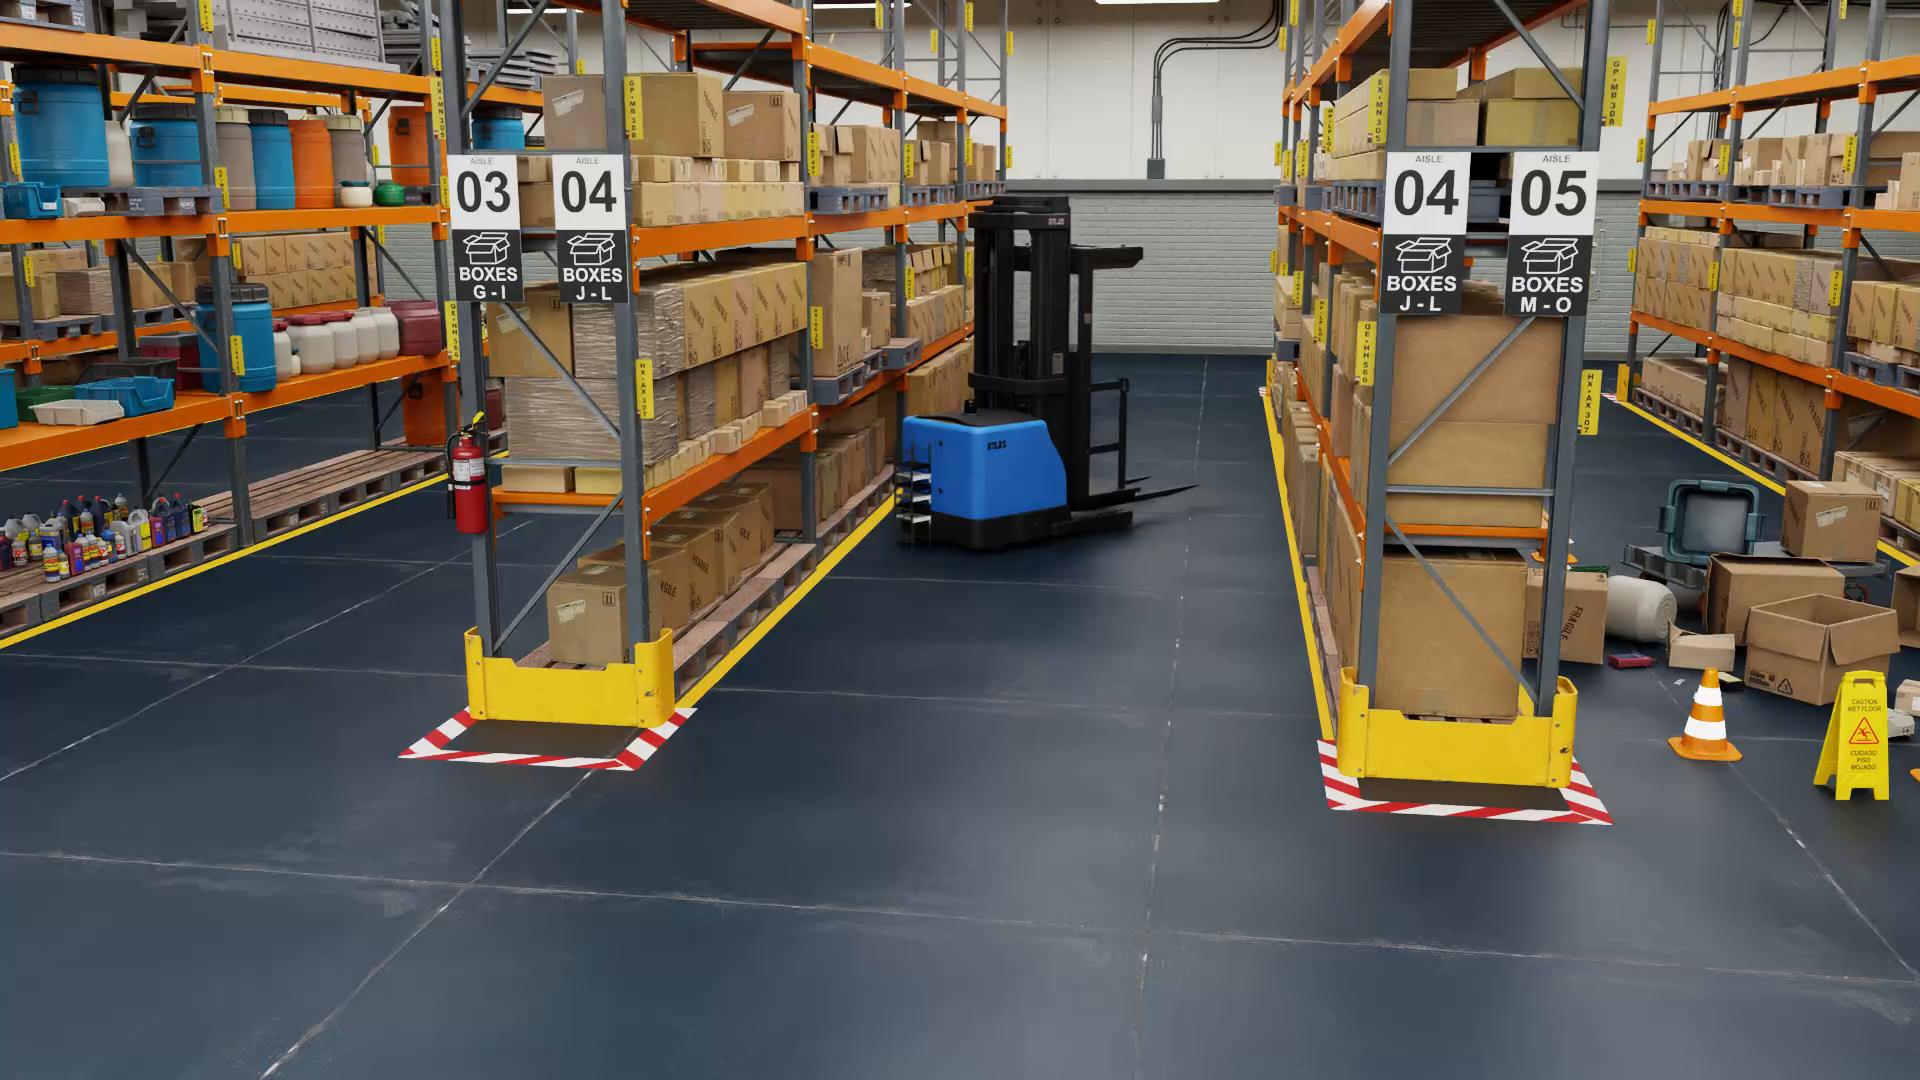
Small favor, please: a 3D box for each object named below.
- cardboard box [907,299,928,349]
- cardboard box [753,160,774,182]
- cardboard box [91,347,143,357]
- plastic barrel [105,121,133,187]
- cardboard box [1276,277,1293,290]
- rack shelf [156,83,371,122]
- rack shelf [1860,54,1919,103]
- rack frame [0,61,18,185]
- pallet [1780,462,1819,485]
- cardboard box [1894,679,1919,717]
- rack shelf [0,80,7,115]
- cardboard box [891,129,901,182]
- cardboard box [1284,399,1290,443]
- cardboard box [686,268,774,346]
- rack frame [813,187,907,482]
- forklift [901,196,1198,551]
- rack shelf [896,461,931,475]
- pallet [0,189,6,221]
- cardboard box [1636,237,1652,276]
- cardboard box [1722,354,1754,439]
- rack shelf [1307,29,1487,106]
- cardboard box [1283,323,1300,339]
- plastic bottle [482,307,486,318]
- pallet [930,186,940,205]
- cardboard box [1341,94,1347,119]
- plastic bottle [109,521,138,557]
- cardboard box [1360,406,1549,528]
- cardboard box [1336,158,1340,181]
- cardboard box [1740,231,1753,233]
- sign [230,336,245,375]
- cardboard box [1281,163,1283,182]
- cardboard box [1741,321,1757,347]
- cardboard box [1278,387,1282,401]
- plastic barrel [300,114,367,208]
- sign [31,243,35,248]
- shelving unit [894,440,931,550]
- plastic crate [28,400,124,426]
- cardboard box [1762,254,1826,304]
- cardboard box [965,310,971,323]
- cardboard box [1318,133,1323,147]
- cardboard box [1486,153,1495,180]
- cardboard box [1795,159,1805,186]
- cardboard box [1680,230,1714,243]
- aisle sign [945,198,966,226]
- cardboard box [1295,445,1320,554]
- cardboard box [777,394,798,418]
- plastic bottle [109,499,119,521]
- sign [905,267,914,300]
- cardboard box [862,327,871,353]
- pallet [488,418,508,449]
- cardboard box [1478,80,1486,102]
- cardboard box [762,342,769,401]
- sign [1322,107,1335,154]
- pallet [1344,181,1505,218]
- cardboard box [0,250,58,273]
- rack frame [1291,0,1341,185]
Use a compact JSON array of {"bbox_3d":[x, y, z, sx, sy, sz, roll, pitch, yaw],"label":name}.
[{"bbox_3d":[-0.631,-2.343,18.006,0.500,0.500,0.500,2,12,7],"label":"cardboard box"},{"bbox_3d":[-1.533,-2.606,11.756,0.380,0.149,0.250,1,12,7],"label":"cardboard box"},{"bbox_3d":[-10.693,-2.307,21.188,0.500,0.250,0.500,2,12,9],"label":"cardboard box"},{"bbox_3d":[-6.821,-3.065,13.212,0.421,0.512,0.421,0,12,0],"label":"plastic barrel"},{"bbox_3d":[3.897,-2.993,19.448,0.380,0.149,0.250,2,12,10],"label":"cardboard box"},{"bbox_3d":[-9.917,-6.244,23.822,1.077,0.370,4.000,2,12,9],"label":"rack shelf"},{"bbox_3d":[8.433,-3.742,13.154,1.077,0.370,4.000,2,12,9],"label":"rack shelf"},{"bbox_3d":[-10.839,-5.348,17.951,1.000,3.000,0.127,2,12,9],"label":"rack frame"},{"bbox_3d":[8.936,-0.571,16.644,1.003,0.211,1.213,2,12,9],"label":"pallet"},{"bbox_3d":[5.716,0.948,9.742,0.380,0.149,0.250,10,15,38],"label":"cardboard box"},{"bbox_3d":[-11.147,-4.385,16.137,1.077,0.370,4.000,2,12,9],"label":"rack shelf"},{"bbox_3d":[-0.878,-3.746,16.212,0.500,0.500,0.500,2,12,10],"label":"cardboard box"},{"bbox_3d":[3.826,-1.260,18.155,0.500,0.500,0.500,1,12,6],"label":"cardboard box"},{"bbox_3d":[-1.617,-1.634,11.637,0.500,0.500,0.500,2,12,9],"label":"cardboard box"},{"bbox_3d":[-1.051,-2.094,17.090,1.000,3.000,0.127,2,12,9],"label":"rack frame"},{"bbox_3d":[0.921,-1.579,14.863,3.031,2.935,1.130,-11,16,-41],"label":"forklift"},{"bbox_3d":[-0.404,-0.616,14.090,0.200,0.077,0.258,-11,16,-41],"label":"rack shelf"},{"bbox_3d":[-6.952,-2.132,10.595,1.003,0.211,1.213,2,12,9],"label":"pallet"},{"bbox_3d":[9.616,-3.885,22.790,0.500,0.500,0.500,2,12,7],"label":"cardboard box"},{"bbox_3d":[9.340,-1.641,19.032,0.875,0.875,0.875,2,12,10],"label":"cardboard box"},{"bbox_3d":[3.526,-3.881,13.800,1.077,0.370,4.000,2,12,9],"label":"rack shelf"},{"bbox_3d":[3.456,-2.112,16.774,0.380,0.149,0.250,2,12,10],"label":"cardboard box"},{"bbox_3d":[-5.770,-2.745,20.404,0.152,0.276,0.135,2,12,9],"label":"plastic bottle"},{"bbox_3d":[-0.836,-3.837,18.504,1.003,0.211,1.213,2,12,11],"label":"pallet"},{"bbox_3d":[2.711,-2.844,10.917,0.380,0.149,0.250,2,12,8],"label":"cardboard box"},{"bbox_3d":[-6.483,-0.021,12.892,0.152,0.276,0.135,2,12,10],"label":"plastic bottle"},{"bbox_3d":[2.616,-0.399,8.868,0.875,0.550,0.550,2,12,9],"label":"cardboard box"},{"bbox_3d":[2.749,-2.507,11.247,0.380,0.149,0.250,2,12,9],"label":"cardboard box"},{"bbox_3d":[9.850,-3.730,20.531,0.380,0.149,0.250,2,12,7],"label":"cardboard box"},{"bbox_3d":[-6.019,-1.537,13.848,0.100,0.325,0.005,2,12,9],"label":"sign"},{"bbox_3d":[4.661,-5.023,22.732,0.500,0.250,0.500,2,12,8],"label":"cardboard box"},{"bbox_3d":[8.855,-2.235,18.101,0.500,0.250,0.500,2,12,8],"label":"cardboard box"},{"bbox_3d":[4.213,-1.835,20.950,0.380,0.149,0.250,1,12,6],"label":"cardboard box"},{"bbox_3d":[-6.286,-3.802,16.705,0.600,0.901,0.600,0,12,0],"label":"plastic barrel"},{"bbox_3d":[-15.052,-4.722,27.041,0.100,0.325,0.005,2,12,9],"label":"sign"},{"bbox_3d":[-0.404,-0.384,14.140,0.210,0.900,0.258,-11,16,-41],"label":"shelving unit"},{"bbox_3d":[-6.560,-0.947,12.392,0.530,0.136,0.437,2,12,9],"label":"plastic crate"},{"bbox_3d":[8.800,-2.742,17.486,0.500,0.500,0.500,2,12,8],"label":"cardboard box"},{"bbox_3d":[-0.062,-2.855,21.216,0.380,0.149,0.250,2,12,9],"label":"cardboard box"},{"bbox_3d":[3.639,-3.894,16.269,0.396,0.266,0.258,2,12,9],"label":"cardboard box"},{"bbox_3d":[3.051,-2.011,8.946,0.380,0.149,0.250,2,12,9],"label":"cardboard box"},{"bbox_3d":[8.607,-3.677,16.637,0.396,0.266,0.258,2,12,7],"label":"cardboard box"},{"bbox_3d":[9.371,-3.850,21.090,0.380,0.149,0.250,2,12,9],"label":"cardboard box"},{"bbox_3d":[-0.106,-5.055,24.658,0.394,0.787,0.004,2,12,9],"label":"aisle sign"},{"bbox_3d":[3.225,-0.317,13.189,1.050,0.750,0.750,2,12,8],"label":"cardboard box"},{"bbox_3d":[-1.457,-1.032,12.761,0.380,0.149,0.250,2,12,9],"label":"cardboard box"},{"bbox_3d":[-6.960,-0.185,13.637,0.061,0.283,0.133,2,12,9],"label":"plastic bottle"},{"bbox_3d":[-0.514,-2.606,16.904,0.100,0.325,0.005,2,12,9],"label":"sign"},{"bbox_3d":[-1.041,-1.878,15.408,0.396,0.266,0.258,2,12,7],"label":"cardboard box"},{"bbox_3d":[-5.675,-1.310,20.071,1.003,0.211,1.213,2,12,9],"label":"pallet"},{"bbox_3d":[3.127,-2.505,9.347,0.380,0.149,0.250,2,12,8],"label":"cardboard box"},{"bbox_3d":[-1.909,-1.261,12.281,0.875,0.500,0.500,2,12,9],"label":"cardboard box"},{"bbox_3d":[2.681,-2.968,12.051,0.100,0.325,0.005,2,12,9],"label":"sign"},{"bbox_3d":[2.893,-2.079,10.112,1.003,0.211,1.213,2,12,9],"label":"pallet"},{"bbox_3d":[-14.674,-4.129,25.821,0.980,0.700,0.700,2,12,8],"label":"cardboard box"},{"bbox_3d":[4.449,-5.678,19.478,1.000,3.000,0.127,2,12,9],"label":"rack frame"}]
